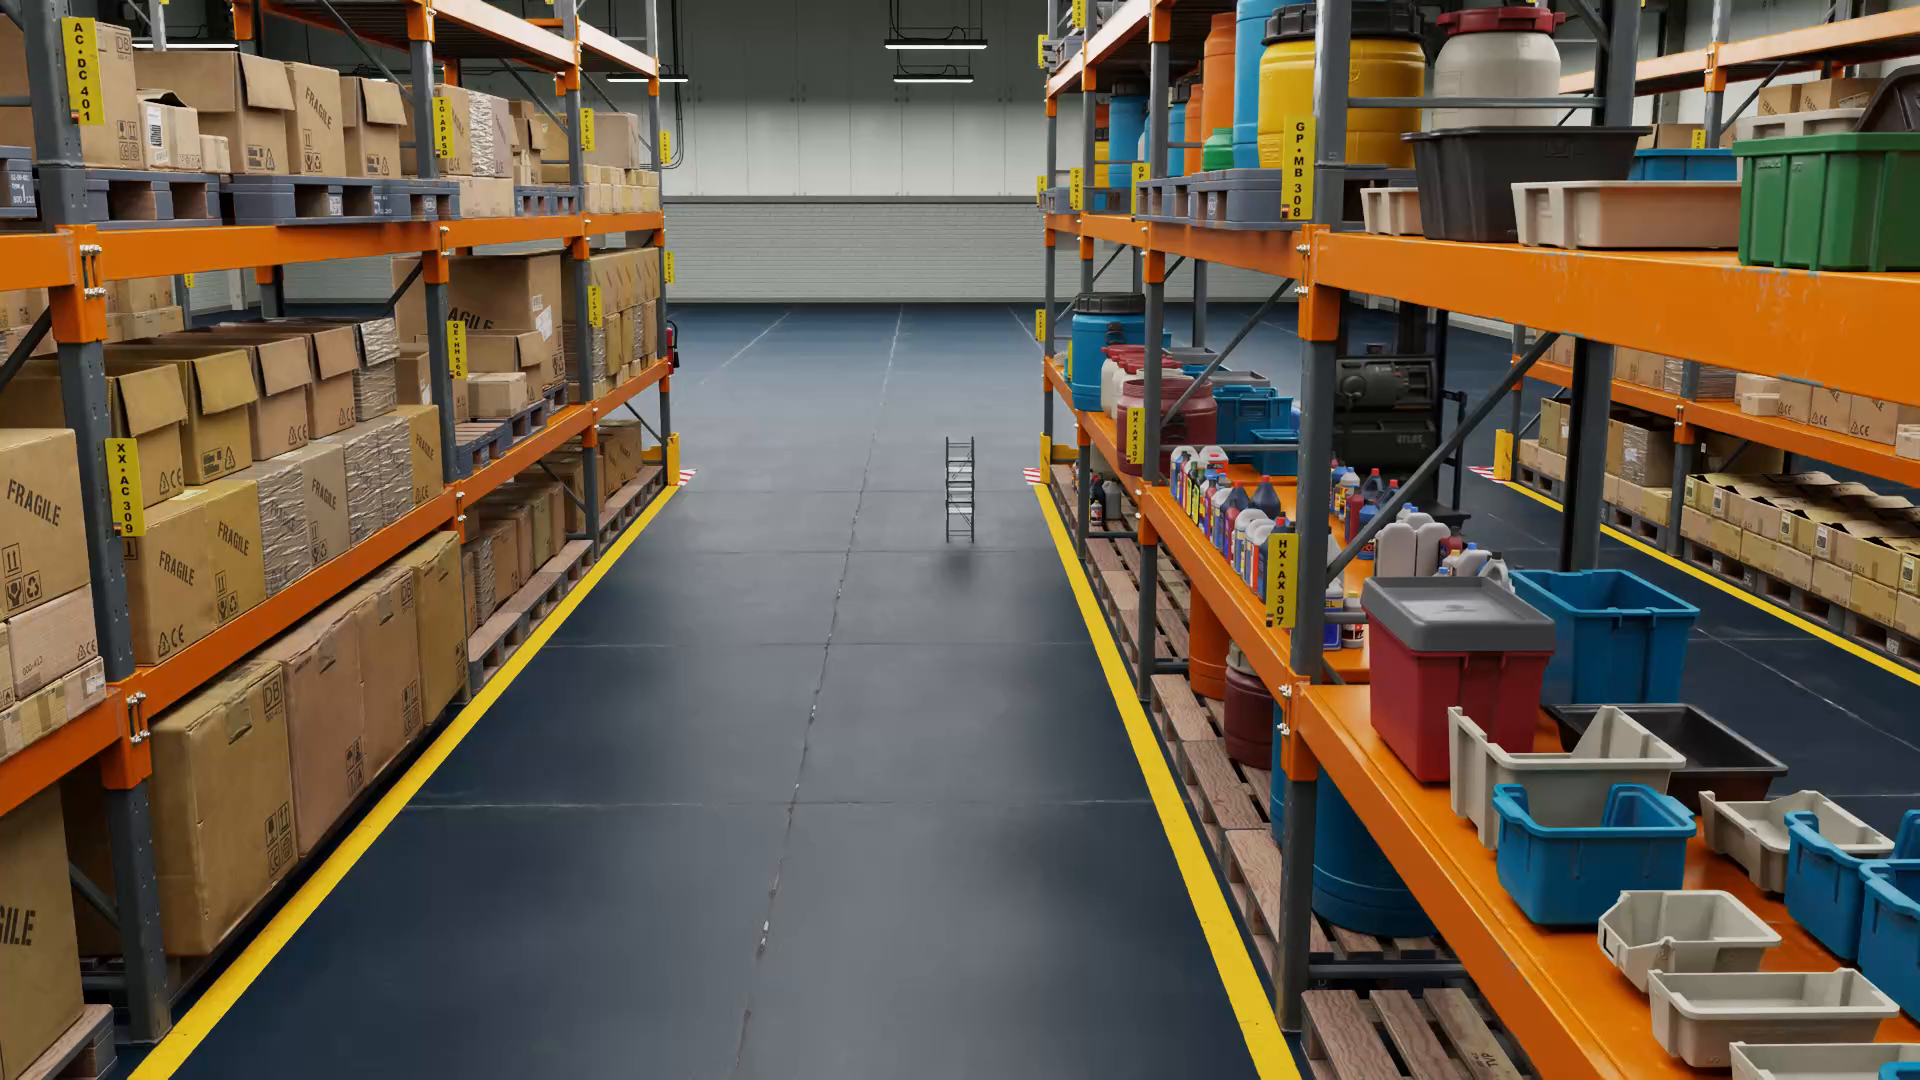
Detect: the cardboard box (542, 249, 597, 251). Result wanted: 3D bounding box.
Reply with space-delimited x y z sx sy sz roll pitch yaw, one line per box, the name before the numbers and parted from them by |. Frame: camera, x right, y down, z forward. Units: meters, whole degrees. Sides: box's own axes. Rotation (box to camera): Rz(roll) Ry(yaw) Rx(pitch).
cardboard box | -3.816 -2.568 16.156 0.500 0.500 0.500 0 11 -1

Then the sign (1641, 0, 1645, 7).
sign | 6.888 -5.569 16.826 0.100 0.325 0.005 0 11 -1

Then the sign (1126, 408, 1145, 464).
sign | 1.009 -0.599 9.557 0.100 0.325 0.005 0 11 -1

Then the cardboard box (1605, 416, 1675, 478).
cardboard box | 6.187 -0.853 15.194 0.500 0.500 0.500 0 11 -1

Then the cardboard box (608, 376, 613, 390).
cardboard box | -3.219 -1.367 14.387 0.380 0.149 0.250 0 11 -1

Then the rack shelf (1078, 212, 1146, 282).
rack shelf | 1.517 -2.038 11.324 1.077 0.370 4.000 0 11 -1

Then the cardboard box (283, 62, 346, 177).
cardboard box | -3.203 -1.935 7.701 0.500 0.500 0.500 0 11 2

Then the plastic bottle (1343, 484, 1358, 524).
plastic bottle | 1.992 -0.181 8.407 0.097 0.201 0.097 0 11 0

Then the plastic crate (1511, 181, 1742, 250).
plastic crate | 1.433 -0.683 3.500 0.437 0.136 0.530 0 11 -1

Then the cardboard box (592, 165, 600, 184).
cardboard box | -3.233 -3.062 13.939 0.380 0.149 0.250 0 11 -1

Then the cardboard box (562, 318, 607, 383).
cardboard box | -3.423 -1.582 13.813 0.875 0.500 0.500 0 11 -1

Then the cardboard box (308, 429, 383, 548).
cardboard box | -3.117 -0.252 8.005 0.500 0.500 0.500 -1 11 -3

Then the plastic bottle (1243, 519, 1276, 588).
plastic bottle | 1.289 0.057 7.048 0.152 0.276 0.135 0 11 -1

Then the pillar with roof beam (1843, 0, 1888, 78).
pillar with roof beam | 7.749 -6.133 22.158 9.100 9.000 0.400 0 11 -1

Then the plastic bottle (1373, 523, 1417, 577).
plastic bottle | 1.841 0.056 7.050 0.152 0.276 0.135 0 11 -1

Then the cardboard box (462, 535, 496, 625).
cardboard box | -3.451 0.264 10.895 0.700 0.500 0.500 -1 12 -6

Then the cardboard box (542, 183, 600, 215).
cardboard box | -3.229 -2.785 13.573 0.500 0.250 0.500 -1 11 -3

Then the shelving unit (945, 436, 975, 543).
shelving unit | 0.000 -0.439 14.462 0.258 0.900 0.210 0 11 -1

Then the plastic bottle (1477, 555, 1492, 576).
plastic bottle | 2.035 0.192 6.392 0.097 0.271 0.097 0 11 0

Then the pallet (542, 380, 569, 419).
pallet | -3.606 -1.051 12.678 1.003 0.211 1.213 0 11 -1

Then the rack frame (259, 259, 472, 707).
rack frame | -3.393 -0.502 9.491 1.000 3.000 0.127 0 11 -1

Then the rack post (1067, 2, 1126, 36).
rack post | 1.465 -4.631 14.943 0.937 0.300 0.954 0 11 -2

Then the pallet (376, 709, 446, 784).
pallet | -3.452 1.021 8.994 1.003 0.211 1.213 0 11 -1

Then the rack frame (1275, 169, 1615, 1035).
rack frame | 1.641 0.272 5.672 1.000 3.000 0.127 0 11 -1

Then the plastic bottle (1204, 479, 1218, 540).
plastic bottle | 1.223 -0.148 8.039 0.061 0.283 0.133 0 11 -1

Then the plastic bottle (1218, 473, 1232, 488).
plastic bottle | 1.378 -0.250 8.748 0.097 0.201 0.097 0 11 0

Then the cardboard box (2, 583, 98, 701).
cardboard box | -3.039 0.307 5.130 0.500 0.250 0.500 0 11 -2

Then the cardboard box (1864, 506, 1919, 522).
cardboard box | 6.755 -0.089 11.901 0.500 0.311 0.500 0 11 -2

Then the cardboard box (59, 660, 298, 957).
cardboard box | -3.344 1.001 6.368 1.225 0.875 0.875 0 11 -1

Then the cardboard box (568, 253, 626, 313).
cardboard box | -3.253 -2.272 14.697 0.500 0.500 0.500 0 11 -1

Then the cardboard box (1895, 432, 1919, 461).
cardboard box | 6.216 -0.597 10.589 0.380 0.149 0.250 0 11 -1

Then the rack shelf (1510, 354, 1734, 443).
rack shelf | 6.387 -1.382 15.639 1.077 0.370 4.000 0 11 -1

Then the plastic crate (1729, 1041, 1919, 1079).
plastic crate | 1.534 0.948 2.853 0.396 0.136 0.243 0 11 -1

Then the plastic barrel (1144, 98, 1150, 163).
plastic barrel | 1.703 -2.933 12.669 0.600 0.901 0.708 0 11 -1

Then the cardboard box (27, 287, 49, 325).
cardboard box | -8.412 -2.190 14.717 0.875 0.550 0.550 0 11 -1

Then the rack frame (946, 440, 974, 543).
rack frame | 0.002 -0.419 14.362 0.240 0.900 0.006 0 11 -1

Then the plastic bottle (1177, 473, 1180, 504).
plastic bottle | 1.221 -0.296 8.971 0.097 0.201 0.097 0 11 0

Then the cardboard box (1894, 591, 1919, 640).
cardboard box | 6.256 0.496 10.430 0.500 0.250 0.500 0 11 0

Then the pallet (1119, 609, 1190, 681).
pallet | 1.581 0.690 10.628 1.003 0.211 1.213 0 11 -1

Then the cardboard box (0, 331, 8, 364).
cardboard box | -8.457 -1.444 13.755 0.875 0.550 0.550 0 11 -1

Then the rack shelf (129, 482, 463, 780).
rack shelf | -3.352 0.248 7.603 1.077 0.370 4.000 0 11 -1

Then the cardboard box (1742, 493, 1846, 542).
cardboard box | 6.205 -0.185 12.376 0.500 0.311 0.500 -1 11 -3

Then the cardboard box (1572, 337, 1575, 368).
cardboard box | 6.363 -1.886 16.058 0.700 0.500 0.500 0 11 -1

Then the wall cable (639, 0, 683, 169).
wall cable | -9.183 -13.086 47.875 2.305 6.003 0.169 0 11 -1

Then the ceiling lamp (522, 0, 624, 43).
ceiling lamp | -7.531 -11.124 32.076 2.000 3.185 0.800 0 11 -1

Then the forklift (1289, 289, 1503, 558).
forklift | 3.646 -1.376 13.969 1.130 2.935 3.031 -2 12 -8

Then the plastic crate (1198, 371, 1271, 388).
plastic crate | 1.831 -0.877 11.175 0.402 0.464 0.583 0 11 -1

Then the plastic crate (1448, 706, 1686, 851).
plastic crate | 1.489 0.605 4.178 0.437 0.282 0.530 0 11 -1

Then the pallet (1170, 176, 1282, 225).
pallet | 1.501 -1.486 7.270 1.003 0.211 1.213 0 11 -1

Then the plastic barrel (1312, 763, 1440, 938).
plastic barrel | 1.647 0.987 6.372 0.600 0.901 0.708 0 11 -1

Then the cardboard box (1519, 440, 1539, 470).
cardboard box | 6.134 -0.883 17.228 0.500 0.250 0.500 0 11 -1

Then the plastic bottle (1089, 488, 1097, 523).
plastic bottle | 1.136 -0.297 14.202 0.061 0.283 0.133 0 11 2

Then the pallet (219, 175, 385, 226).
pallet | -3.301 -1.530 7.486 1.003 0.211 1.213 0 11 1

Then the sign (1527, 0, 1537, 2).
sign | 5.791 -5.607 16.816 0.100 0.325 0.005 0 11 -1

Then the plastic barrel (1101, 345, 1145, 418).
plastic barrel | 1.276 -1.193 12.555 0.433 0.535 0.433 0 11 0

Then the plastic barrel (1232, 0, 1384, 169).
plastic barrel | 1.453 -1.988 6.951 0.600 0.901 0.708 0 11 -1

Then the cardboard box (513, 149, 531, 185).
cardboard box | -3.357 -2.721 12.165 0.396 0.266 0.258 0 11 1
